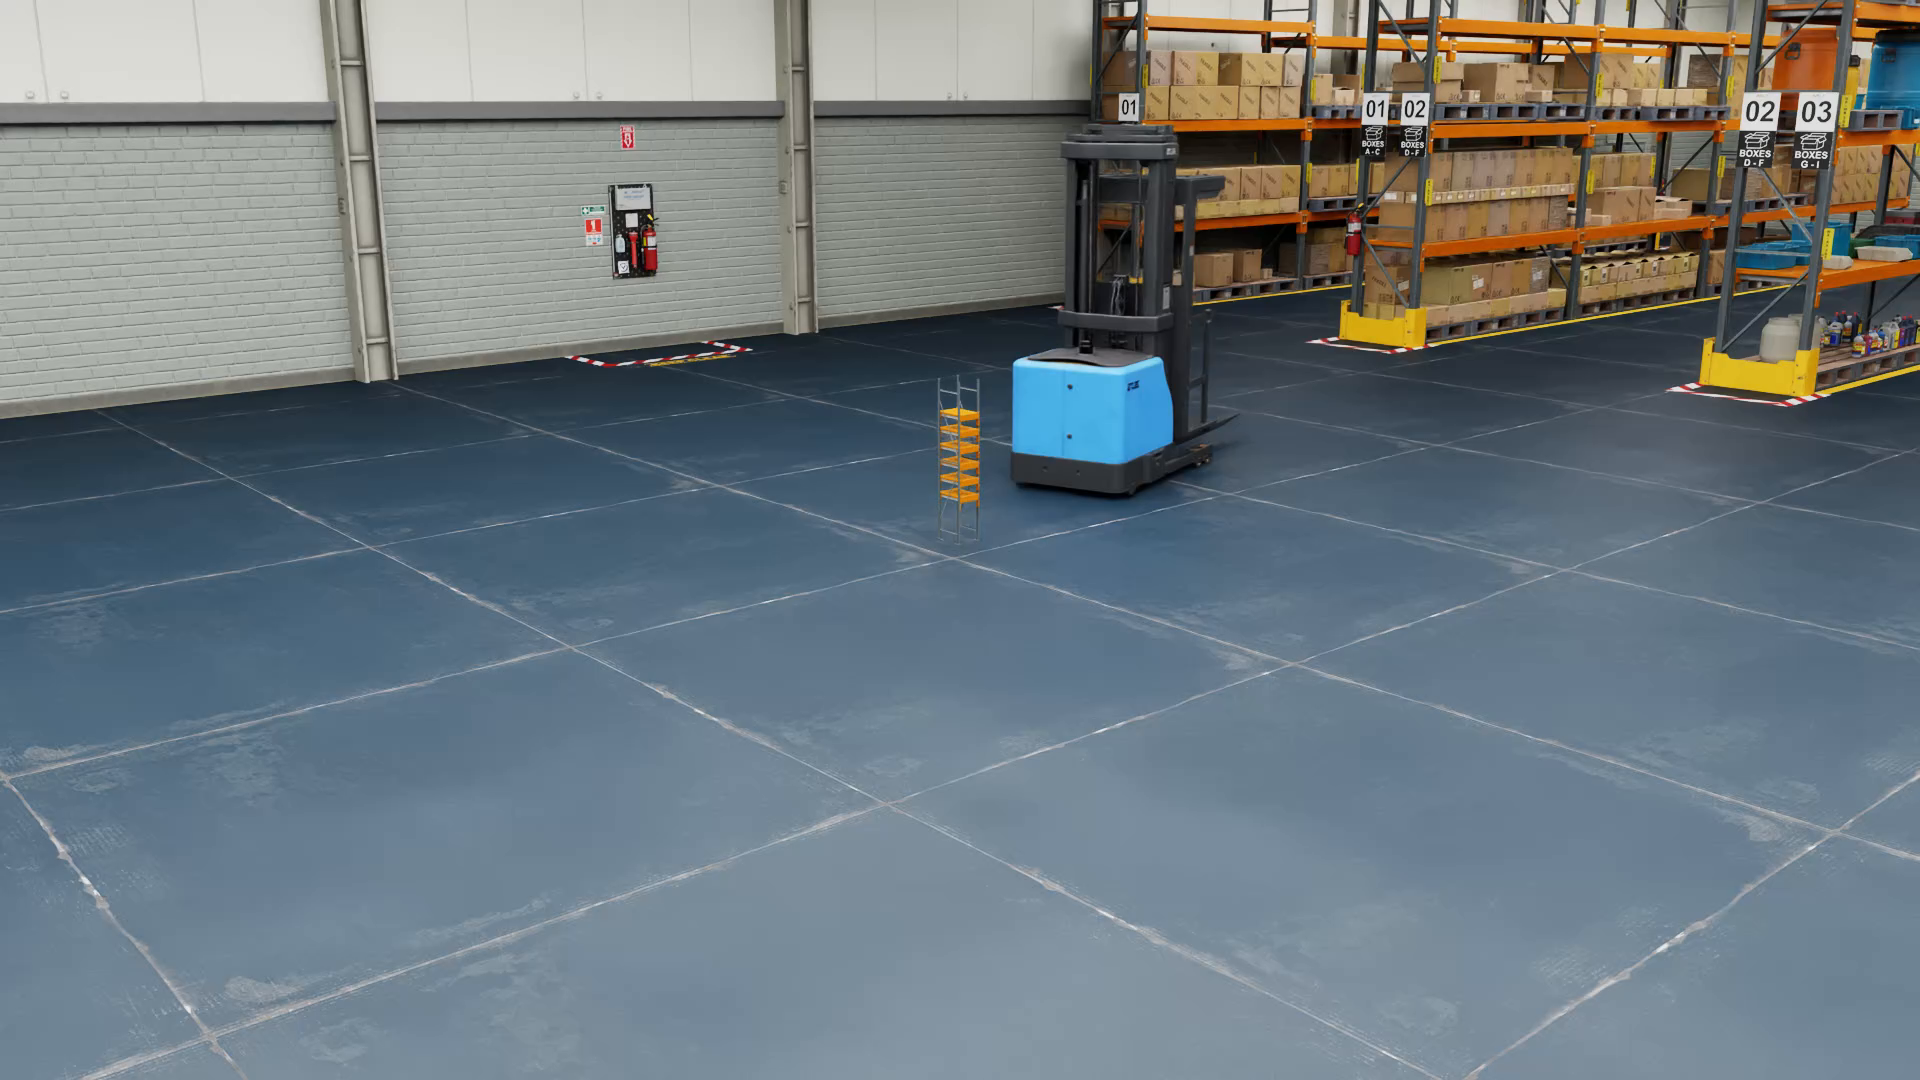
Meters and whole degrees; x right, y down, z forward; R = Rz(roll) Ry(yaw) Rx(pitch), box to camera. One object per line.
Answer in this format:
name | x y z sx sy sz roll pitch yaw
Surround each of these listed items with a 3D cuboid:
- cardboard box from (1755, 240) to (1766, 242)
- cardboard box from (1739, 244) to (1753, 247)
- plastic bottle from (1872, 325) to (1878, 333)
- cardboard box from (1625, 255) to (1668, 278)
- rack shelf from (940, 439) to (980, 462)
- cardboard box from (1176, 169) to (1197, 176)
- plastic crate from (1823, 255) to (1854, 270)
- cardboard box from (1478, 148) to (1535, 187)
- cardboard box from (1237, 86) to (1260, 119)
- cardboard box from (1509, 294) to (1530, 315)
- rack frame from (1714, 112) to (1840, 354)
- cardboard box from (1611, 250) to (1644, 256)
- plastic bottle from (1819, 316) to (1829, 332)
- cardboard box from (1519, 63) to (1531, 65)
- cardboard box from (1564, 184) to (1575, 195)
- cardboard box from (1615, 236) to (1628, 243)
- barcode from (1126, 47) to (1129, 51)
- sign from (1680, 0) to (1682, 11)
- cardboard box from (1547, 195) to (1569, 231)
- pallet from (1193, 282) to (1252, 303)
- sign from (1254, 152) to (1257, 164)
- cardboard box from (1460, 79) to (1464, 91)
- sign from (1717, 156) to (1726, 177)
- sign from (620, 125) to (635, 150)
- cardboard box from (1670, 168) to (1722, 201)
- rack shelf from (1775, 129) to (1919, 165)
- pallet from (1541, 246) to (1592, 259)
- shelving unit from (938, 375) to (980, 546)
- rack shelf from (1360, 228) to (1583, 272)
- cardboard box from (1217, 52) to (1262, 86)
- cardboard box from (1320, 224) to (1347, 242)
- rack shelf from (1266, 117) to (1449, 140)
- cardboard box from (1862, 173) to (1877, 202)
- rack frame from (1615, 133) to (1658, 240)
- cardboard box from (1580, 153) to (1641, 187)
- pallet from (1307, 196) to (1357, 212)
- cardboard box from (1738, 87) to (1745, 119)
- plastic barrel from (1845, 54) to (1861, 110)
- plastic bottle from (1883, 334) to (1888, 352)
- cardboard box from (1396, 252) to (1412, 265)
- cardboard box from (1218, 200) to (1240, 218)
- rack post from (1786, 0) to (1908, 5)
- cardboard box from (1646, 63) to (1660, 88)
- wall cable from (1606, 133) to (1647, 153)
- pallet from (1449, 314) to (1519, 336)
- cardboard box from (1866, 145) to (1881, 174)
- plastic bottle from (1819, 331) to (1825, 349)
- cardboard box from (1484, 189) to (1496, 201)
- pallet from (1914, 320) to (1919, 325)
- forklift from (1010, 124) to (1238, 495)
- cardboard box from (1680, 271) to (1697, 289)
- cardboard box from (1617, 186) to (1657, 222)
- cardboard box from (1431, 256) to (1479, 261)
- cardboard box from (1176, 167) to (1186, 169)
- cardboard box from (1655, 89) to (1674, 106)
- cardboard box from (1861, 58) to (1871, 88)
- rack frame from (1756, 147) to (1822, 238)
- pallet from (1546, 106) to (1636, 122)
cardboard box | 13.750 -4.996 29.132 0.500 0.500 0.500 -12 19 -39
cardboard box | 13.346 -4.730 28.137 0.500 0.500 0.500 -14 20 -41
plastic bottle | 11.003 -2.440 19.982 0.133 0.283 0.061 -13 19 -39
cardboard box | 10.648 -4.275 25.870 0.500 0.311 0.500 -13 20 -40
rack shelf | -0.011 -0.650 12.066 0.180 0.103 0.258 -13 19 -39
cardboard box | 3.299 -5.453 25.650 0.500 0.500 0.500 -13 19 -39
plastic crate | 9.752 -3.082 18.486 0.250 0.136 0.298 -13 19 -39
cardboard box | 7.546 -5.191 23.164 0.500 0.500 0.700 -13 20 -39
cardboard box | 4.378 -6.916 26.283 0.500 0.500 0.500 -14 20 -41
cardboard box | 7.677 -3.346 23.478 0.500 0.250 0.500 -13 19 -39
rack frame | 8.866 -3.120 18.119 0.127 3.000 1.000 -13 19 -39
cardboard box | 10.674 -4.464 26.576 0.500 0.311 0.500 -13 20 -41
plastic bottle | 10.539 -2.571 20.342 0.185 0.351 0.144 -13 20 -40
cardboard box | 10.665 -9.031 31.934 0.500 0.250 0.500 -11 18 -35
cardboard box | 8.570 -5.037 23.843 0.250 0.149 0.380 -13 20 -39
cardboard box | 13.593 -6.532 34.921 0.500 0.500 0.700 -13 20 -40
barcode | 2.570 -7.537 25.548 0.075 0.075 0.001 -13 19 -39
sign | 14.778 -11.039 34.178 0.005 0.325 0.100 -13 19 -39
cardboard box | 8.304 -4.735 23.970 0.500 0.500 0.700 -13 20 -41
pallet | 3.976 -4.051 27.007 1.213 0.211 1.003 -13 19 -39
sign | 5.013 -6.393 28.129 0.005 0.325 0.100 -13 19 -39
cardboard box | 6.732 -6.103 22.559 0.500 0.311 0.500 -10 18 -33
sign | 12.019 -5.892 26.254 0.005 0.325 0.100 -13 19 -39
sign | -4.164 -5.046 20.838 0.199 0.298 0.001 -13 19 -39
cardboard box | 12.053 -5.820 27.220 0.700 0.500 0.500 8 17 28
rack shelf | 10.375 -4.561 19.093 4.000 0.370 1.077 -13 19 -39
pallet | 12.040 -5.848 33.735 1.213 0.211 1.003 -13 19 -39
shelving unit | -0.011 -0.577 12.086 0.189 1.200 0.258 -13 19 -39
rack shelf | 7.126 -4.077 23.093 4.000 0.370 1.077 -13 19 -39
cardboard box | 4.386 -7.394 26.136 0.500 0.500 0.500 -14 20 -41
cardboard box | 6.644 -5.386 29.139 0.500 0.250 0.500 -13 20 -41
rack shelf | 6.889 -7.167 28.851 4.000 0.370 1.077 -13 19 -39
cardboard box | 16.379 -6.458 30.420 0.500 0.500 0.500 -13 20 -40
rack frame | 14.433 -7.759 35.487 0.127 3.000 1.000 -13 19 -39
cardboard box | 13.513 -7.691 34.648 0.700 0.700 0.980 -13 20 -40
pallet | 6.052 -5.735 28.280 1.213 0.211 1.003 -13 19 -39
cardboard box | 12.344 -7.105 27.030 0.500 0.500 0.910 -13 19 -39
plastic barrel | 9.643 -5.081 18.469 0.600 0.588 0.600 0 15 0
plastic bottle | 11.002 -2.354 19.820 0.097 0.201 0.097 0 15 0
cardboard box | 7.889 -5.277 30.185 0.500 0.500 0.700 -12 19 -39
cardboard box | 4.092 -5.268 26.412 0.500 0.250 0.500 -12 19 -39
rack post | 9.520 -5.880 17.796 0.954 0.300 0.937 -10 18 -33
cardboard box | 14.060 -9.573 34.292 0.500 0.500 0.500 -13 20 -40
wall cable | 14.778 -8.651 36.857 1.851 1.984 0.084 -13 19 -39
pallet | 7.086 -3.081 23.377 1.213 0.211 1.003 -13 19 -39
cardboard box | 16.376 -6.937 30.275 0.500 0.500 0.500 -12 19 -38
plastic bottle | 10.372 -2.417 20.057 0.097 0.201 0.097 0 15 0
cardboard box | 7.025 -4.690 22.545 0.250 0.149 0.380 -13 20 -40
pallet | 13.371 -2.799 22.320 1.213 0.211 1.003 -13 19 -39
forklift | 1.601 -2.115 14.489 1.130 2.935 3.031 9 17 29
cardboard box | 11.415 -4.178 26.595 0.500 0.250 0.500 -12 19 -38
cardboard box | 10.397 -5.201 25.716 0.500 0.500 0.500 -14 20 -42
cardboard box | 6.949 -3.728 23.454 0.500 0.500 0.500 -13 19 -39
cardboard box | 3.352 -5.642 26.357 0.500 0.500 0.500 -13 20 -41
cardboard box | 10.524 -6.745 25.355 0.500 0.250 0.500 -13 20 -40
cardboard box | 15.855 -8.332 29.685 0.500 0.500 0.700 -13 19 -39
rack frame | 14.670 -6.118 29.342 0.127 3.000 1.000 -13 19 -39
pallet | 9.292 -6.272 24.475 1.217 0.209 0.805 -14 20 -42
